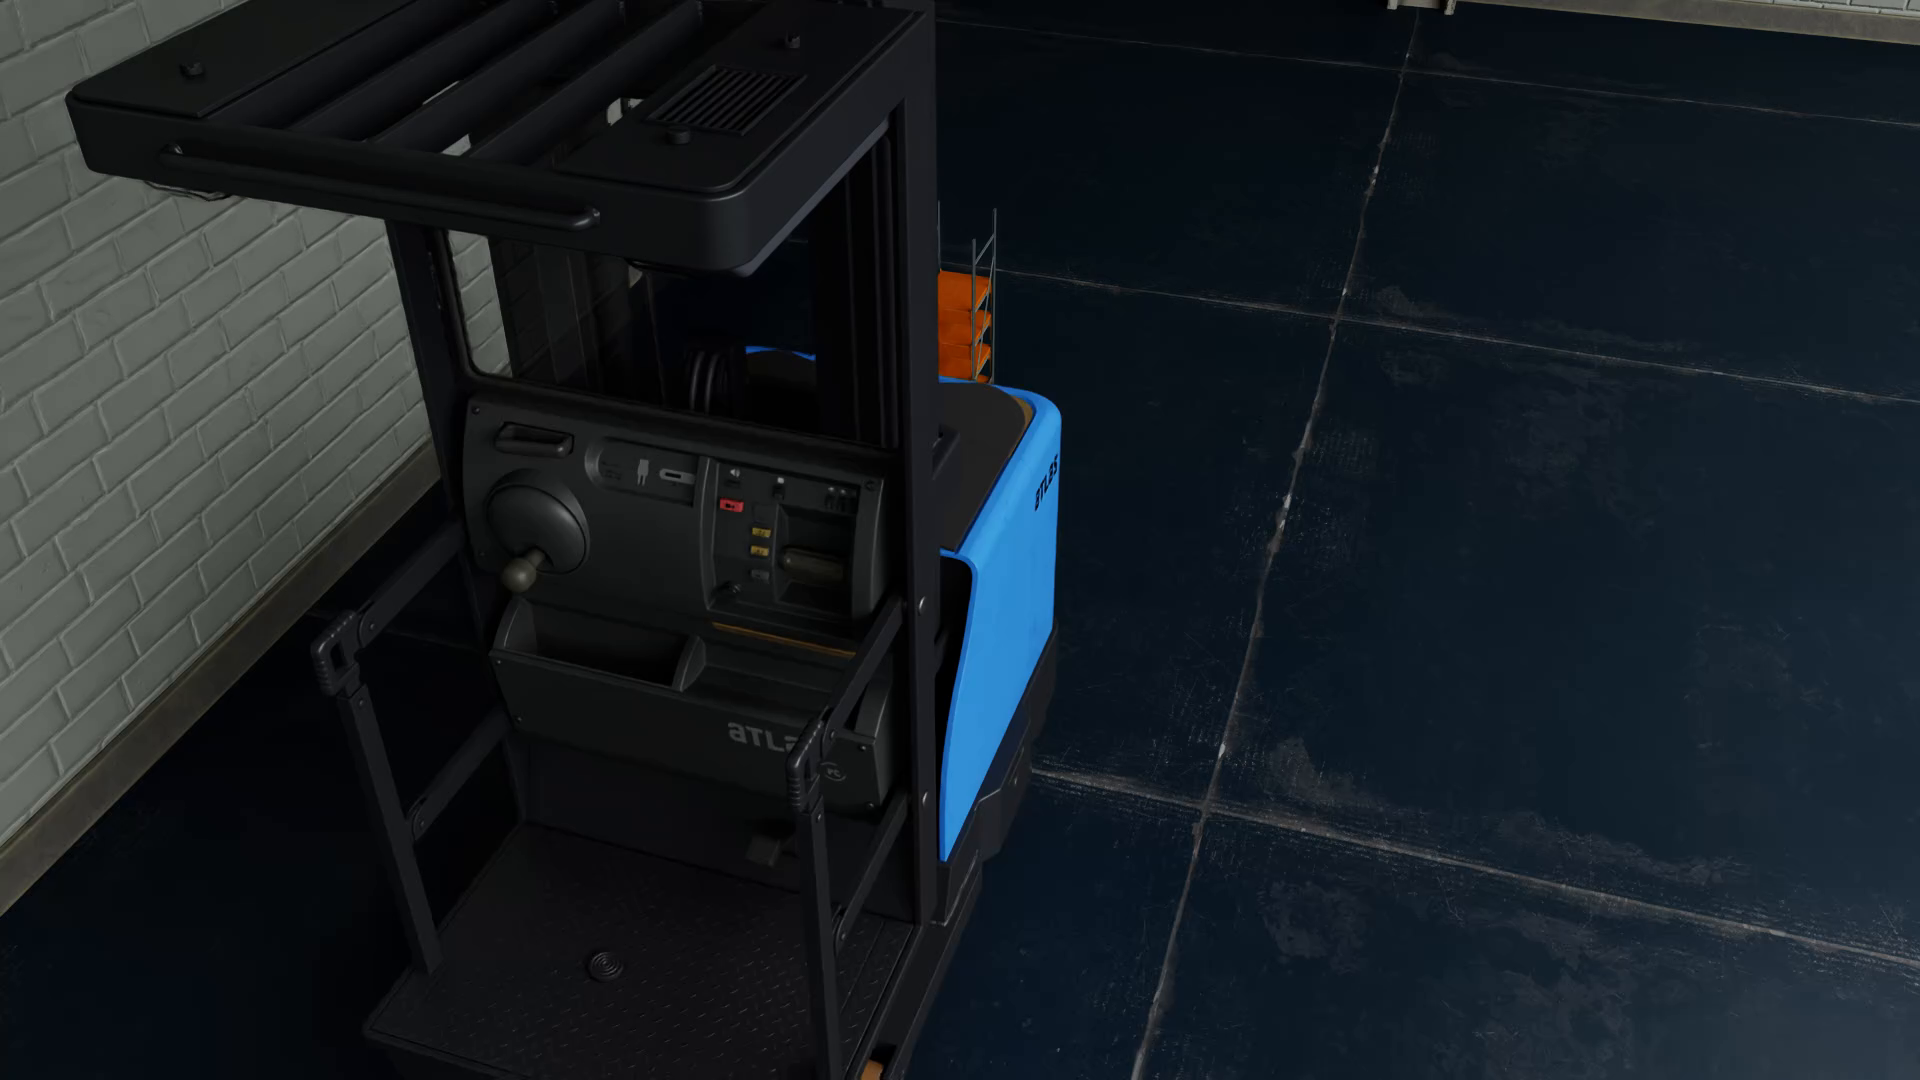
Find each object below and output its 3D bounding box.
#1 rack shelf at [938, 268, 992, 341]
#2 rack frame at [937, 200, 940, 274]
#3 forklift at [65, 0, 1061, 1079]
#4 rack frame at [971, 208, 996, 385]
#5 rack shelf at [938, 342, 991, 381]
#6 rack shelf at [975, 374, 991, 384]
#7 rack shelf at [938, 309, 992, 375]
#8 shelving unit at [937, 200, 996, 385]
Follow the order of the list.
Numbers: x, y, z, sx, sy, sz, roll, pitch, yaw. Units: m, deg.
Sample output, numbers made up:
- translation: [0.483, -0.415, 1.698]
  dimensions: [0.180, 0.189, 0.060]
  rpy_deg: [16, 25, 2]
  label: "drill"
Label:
- translation: [-0.014, -0.740, 5.211]
  dimensions: [0.180, 0.103, 0.258]
  rpy_deg: [10, 38, 14]
  label: "rack shelf"
- translation: [-0.101, -0.502, 5.420]
  dimensions: [0.006, 1.200, 0.240]
  rpy_deg: [10, 38, 14]
  label: "rack frame"
- translation: [-0.664, 0.030, 3.237]
  dimensions: [1.130, 2.935, 3.031]
  rpy_deg: [11, 38, 15]
  label: "forklift"
- translation: [0.074, -0.470, 5.376]
  dimensions: [0.006, 1.200, 0.240]
  rpy_deg: [10, 38, 14]
  label: "rack frame"
- translation: [-0.014, -0.547, 5.353]
  dimensions: [0.180, 0.103, 0.258]
  rpy_deg: [10, 38, 14]
  label: "rack shelf"
- translation: [-0.014, -0.450, 5.424]
  dimensions: [0.180, 0.103, 0.258]
  rpy_deg: [10, 38, 14]
  label: "rack shelf"
- translation: [-0.014, -0.643, 5.282]
  dimensions: [0.180, 0.103, 0.258]
  rpy_deg: [10, 38, 14]
  label: "rack shelf"
- translation: [-0.014, -0.486, 5.398]
  dimensions: [0.189, 1.200, 0.258]
  rpy_deg: [10, 38, 14]
  label: "shelving unit"
